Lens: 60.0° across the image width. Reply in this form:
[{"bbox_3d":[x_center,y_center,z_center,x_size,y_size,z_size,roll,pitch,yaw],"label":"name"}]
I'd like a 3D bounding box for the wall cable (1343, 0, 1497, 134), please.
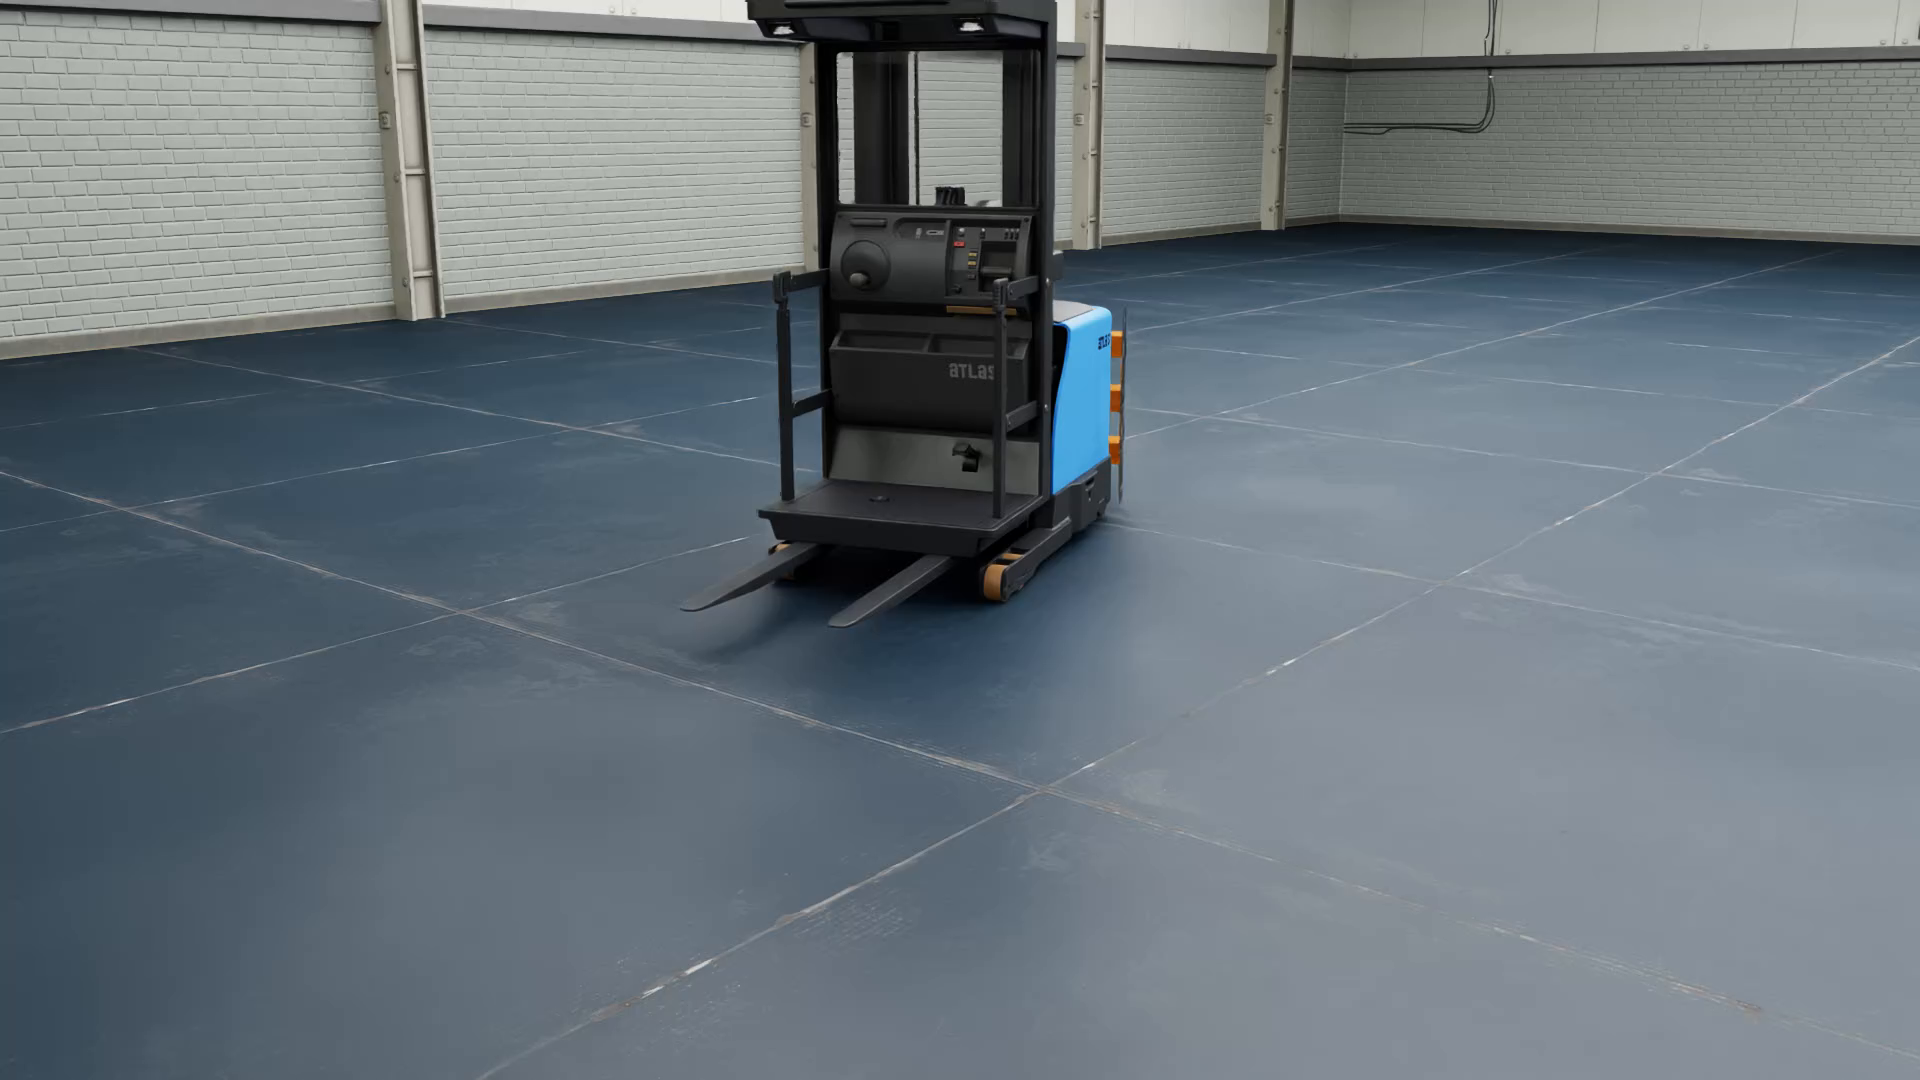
[{"bbox_3d":[8.638,-8.951,31.386,3.097,2.526,0.112,11,18,38],"label":"wall cable"}]

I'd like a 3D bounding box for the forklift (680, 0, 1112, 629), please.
[{"bbox_3d":[-0.207,-1.269,7.164,1.130,2.935,3.031,5,15,20],"label":"forklift"}]

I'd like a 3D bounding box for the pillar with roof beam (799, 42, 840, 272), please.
[{"bbox_3d":[1.564,-7.132,17.920,9.100,9.000,0.400,11,18,38],"label":"pillar with roof beam"}]

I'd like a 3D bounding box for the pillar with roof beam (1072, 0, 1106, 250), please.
[{"bbox_3d":[5.335,-8.281,22.443,9.100,9.000,0.400,11,18,38],"label":"pillar with roof beam"}]

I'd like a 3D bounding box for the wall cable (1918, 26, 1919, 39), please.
[{"bbox_3d":[16.012,-10.632,24.790,2.305,6.003,0.169,11,18,38],"label":"wall cable"}]

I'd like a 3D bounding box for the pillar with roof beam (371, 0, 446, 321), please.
[{"bbox_3d":[-2.207,-5.983,13.397,9.100,9.000,0.400,11,18,38],"label":"pillar with roof beam"}]

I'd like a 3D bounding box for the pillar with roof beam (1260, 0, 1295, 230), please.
[{"bbox_3d":[9.106,-9.430,26.966,9.100,9.000,0.400,11,18,38],"label":"pillar with roof beam"}]

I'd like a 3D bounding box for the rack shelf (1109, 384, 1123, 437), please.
[{"bbox_3d":[0.735,-0.695,8.771,0.240,0.259,0.215,2,14,9],"label":"rack shelf"}]

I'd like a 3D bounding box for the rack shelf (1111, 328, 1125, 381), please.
[{"bbox_3d":[0.735,-0.970,8.701,0.240,0.259,0.215,2,14,9],"label":"rack shelf"}]

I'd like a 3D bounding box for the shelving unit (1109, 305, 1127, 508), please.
[{"bbox_3d":[0.735,-0.706,8.769,0.252,1.050,0.215,2,14,9],"label":"shelving unit"}]

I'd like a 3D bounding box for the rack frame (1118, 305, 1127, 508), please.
[{"bbox_3d":[0.856,-0.701,8.749,0.008,1.050,0.200,2,14,9],"label":"rack frame"}]

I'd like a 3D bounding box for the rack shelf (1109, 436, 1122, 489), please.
[{"bbox_3d":[0.735,-0.426,8.840,0.240,0.259,0.215,2,14,9],"label":"rack shelf"}]
